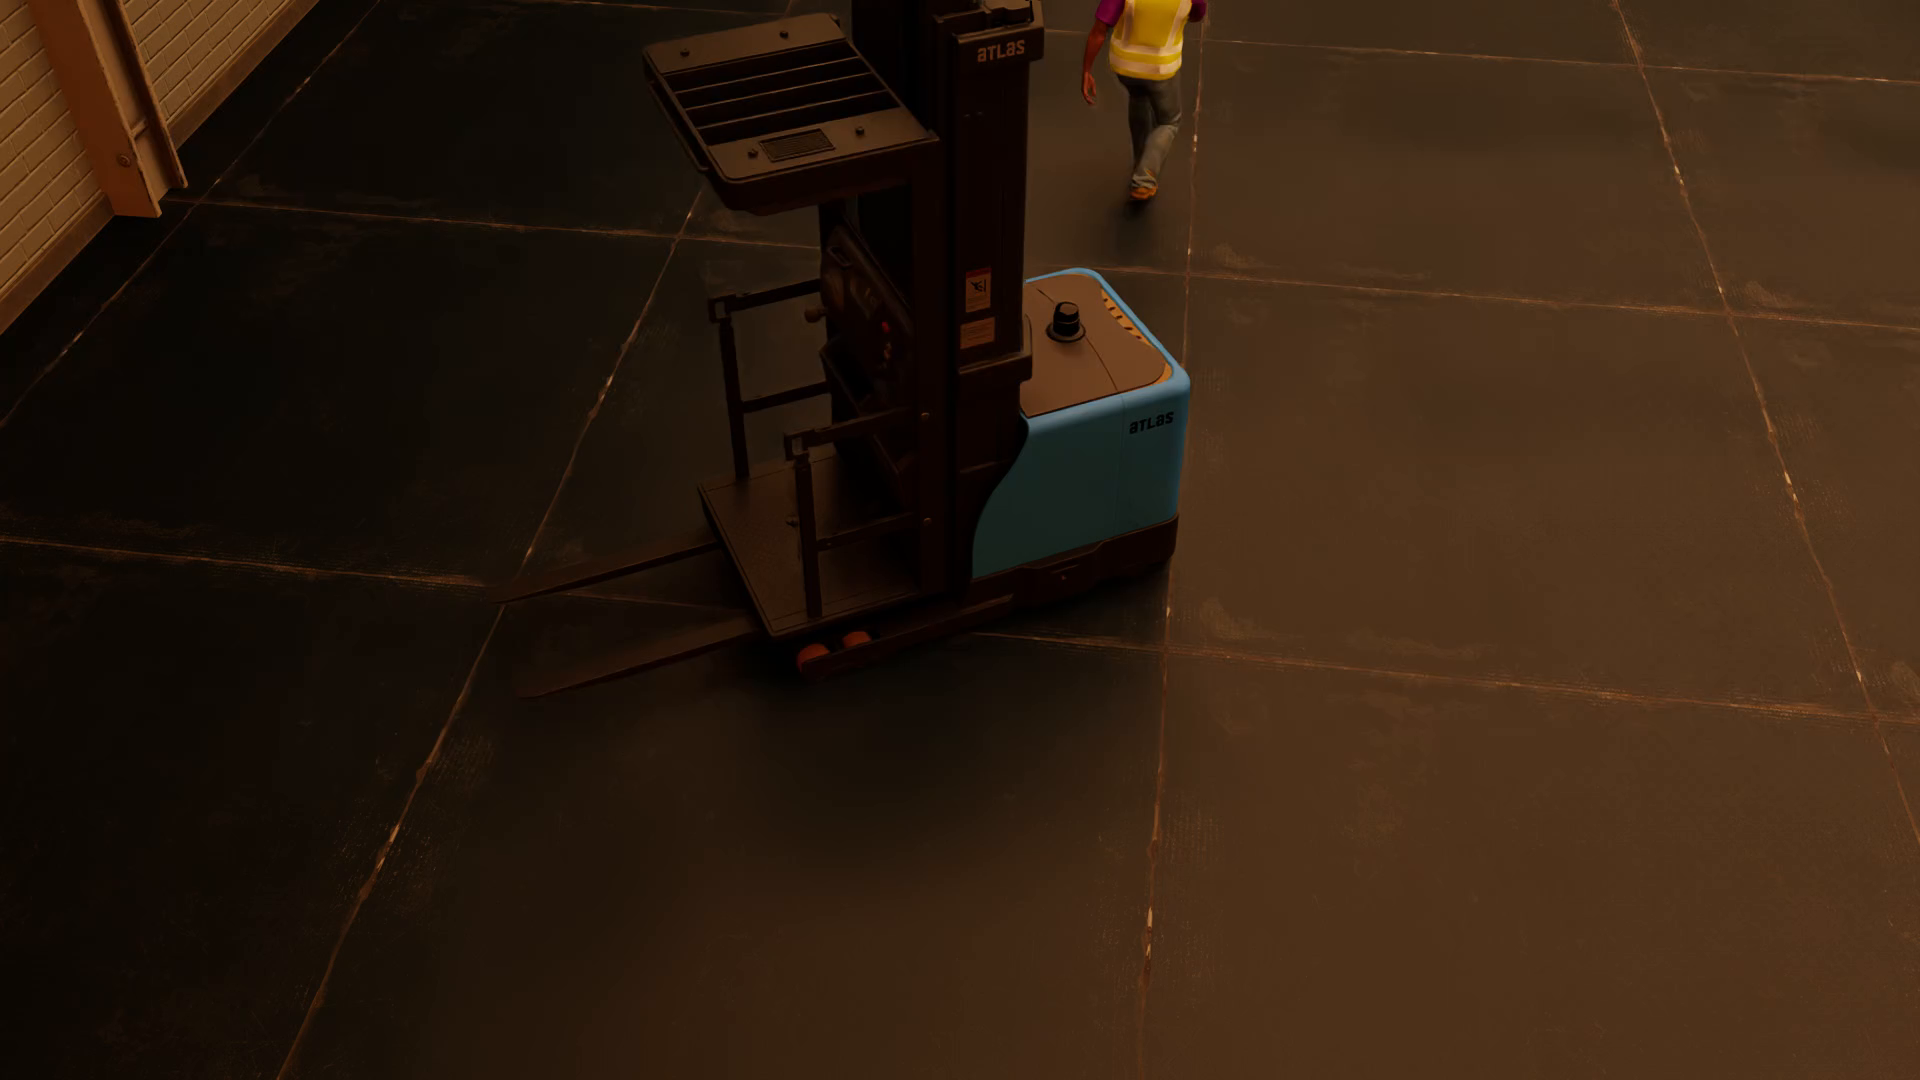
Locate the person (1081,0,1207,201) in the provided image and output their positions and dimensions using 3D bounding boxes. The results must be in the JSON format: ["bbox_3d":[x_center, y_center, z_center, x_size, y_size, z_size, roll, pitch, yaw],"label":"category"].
[{"bbox_3d":[1.089,-2.814,9.729,0.608,1.677,0.901,11,44,12],"label":"person"}]

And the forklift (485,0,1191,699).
[{"bbox_3d":[-0.565,-0.875,6.677,3.031,2.935,1.130,-16,45,-17],"label":"forklift"}]
